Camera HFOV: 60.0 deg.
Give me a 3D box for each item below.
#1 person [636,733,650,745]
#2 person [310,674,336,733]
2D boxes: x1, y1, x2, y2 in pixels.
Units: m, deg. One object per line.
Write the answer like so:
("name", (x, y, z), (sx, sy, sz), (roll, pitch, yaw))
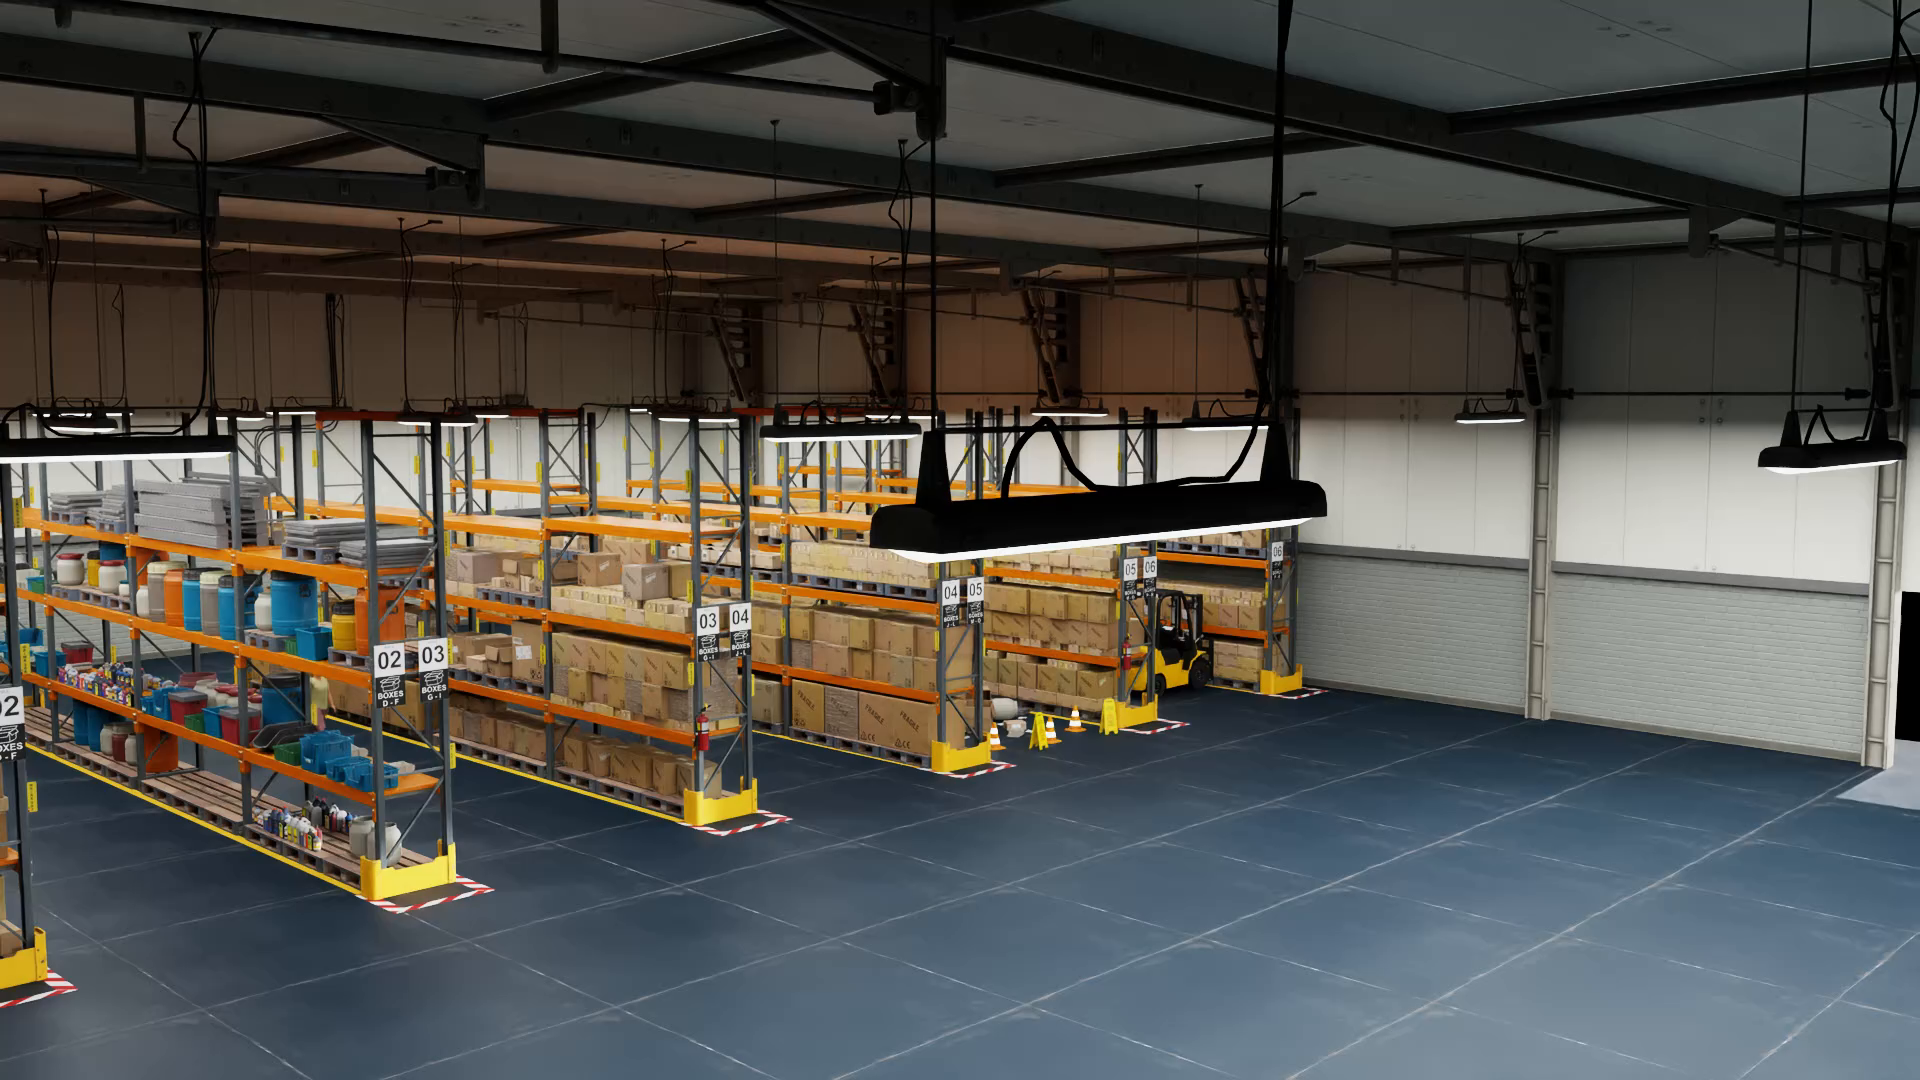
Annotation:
("person", (-5.619, 2.867, 29.632), (0.659, 1.712, 0.624), (4, 6, 38))
("person", (-11.207, 2.937, 29.122), (1.084, 1.603, 0.498), (3, 6, 33))
